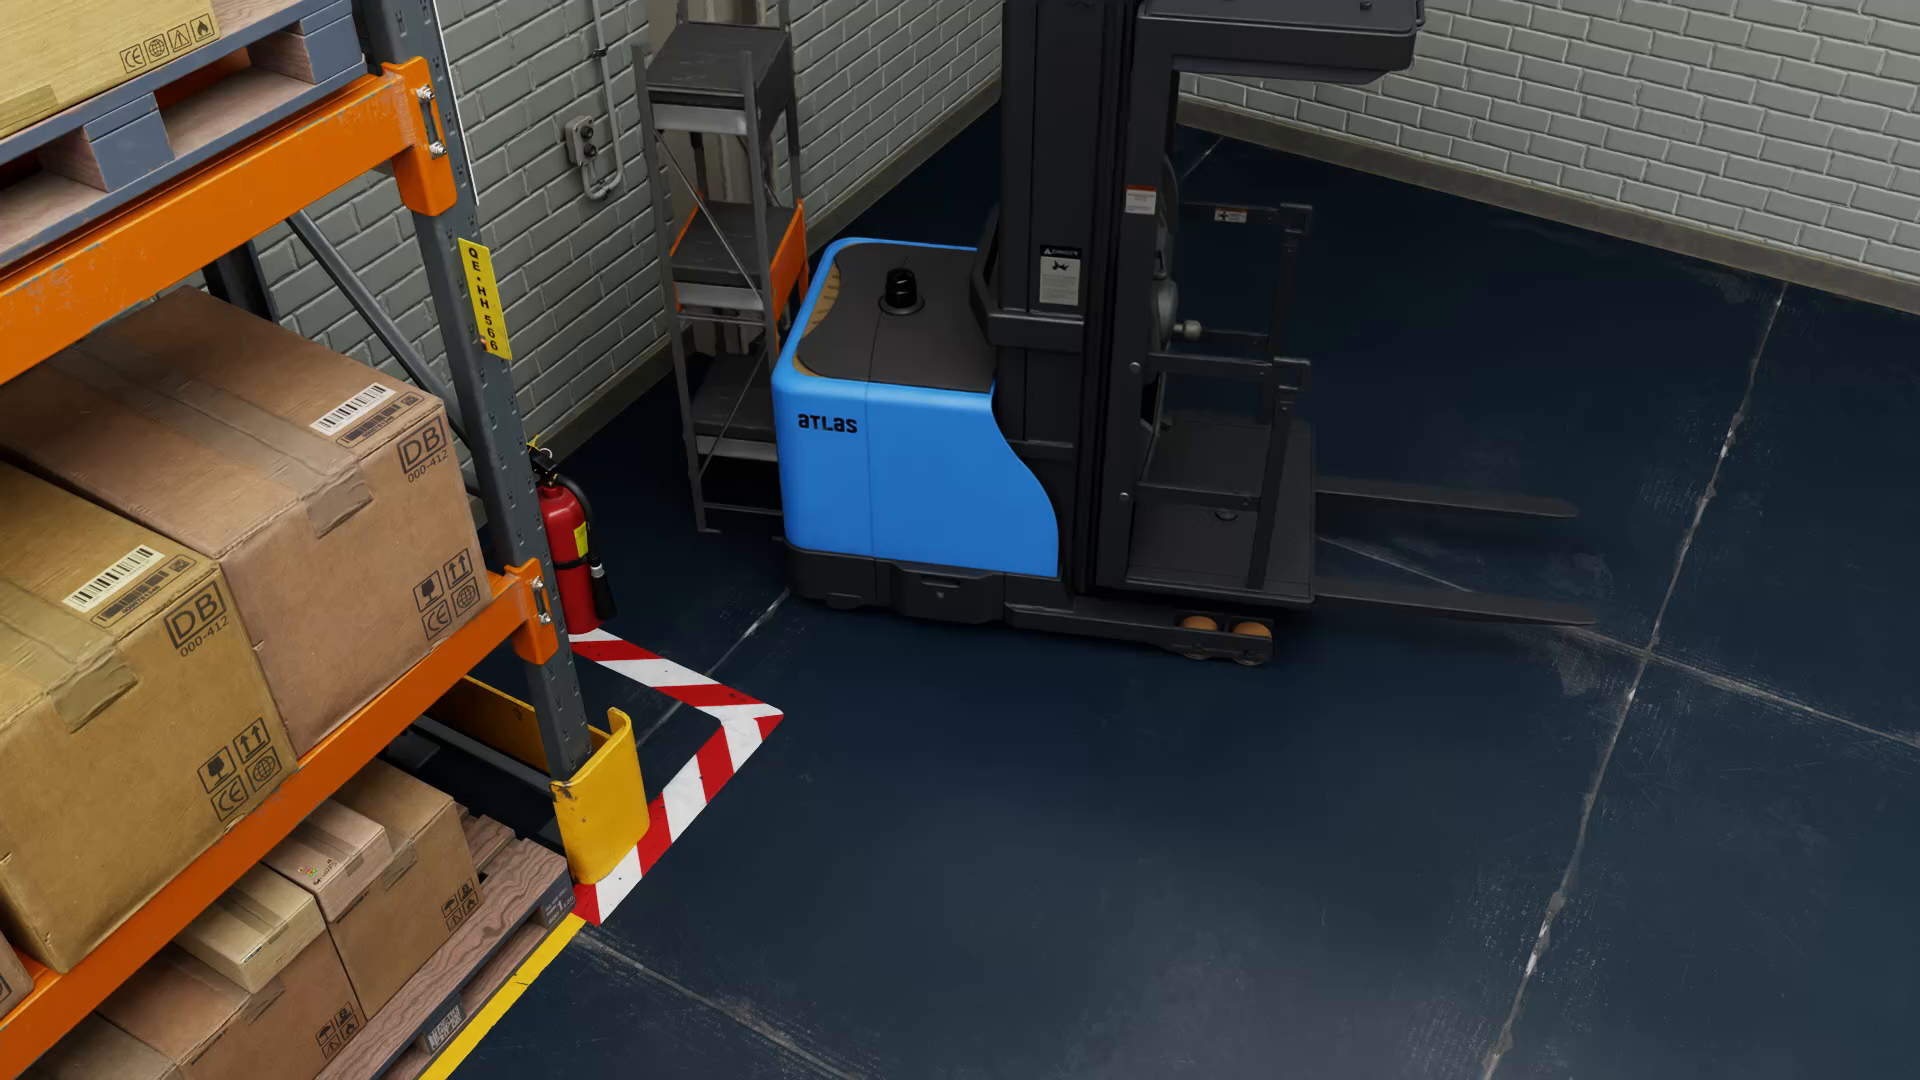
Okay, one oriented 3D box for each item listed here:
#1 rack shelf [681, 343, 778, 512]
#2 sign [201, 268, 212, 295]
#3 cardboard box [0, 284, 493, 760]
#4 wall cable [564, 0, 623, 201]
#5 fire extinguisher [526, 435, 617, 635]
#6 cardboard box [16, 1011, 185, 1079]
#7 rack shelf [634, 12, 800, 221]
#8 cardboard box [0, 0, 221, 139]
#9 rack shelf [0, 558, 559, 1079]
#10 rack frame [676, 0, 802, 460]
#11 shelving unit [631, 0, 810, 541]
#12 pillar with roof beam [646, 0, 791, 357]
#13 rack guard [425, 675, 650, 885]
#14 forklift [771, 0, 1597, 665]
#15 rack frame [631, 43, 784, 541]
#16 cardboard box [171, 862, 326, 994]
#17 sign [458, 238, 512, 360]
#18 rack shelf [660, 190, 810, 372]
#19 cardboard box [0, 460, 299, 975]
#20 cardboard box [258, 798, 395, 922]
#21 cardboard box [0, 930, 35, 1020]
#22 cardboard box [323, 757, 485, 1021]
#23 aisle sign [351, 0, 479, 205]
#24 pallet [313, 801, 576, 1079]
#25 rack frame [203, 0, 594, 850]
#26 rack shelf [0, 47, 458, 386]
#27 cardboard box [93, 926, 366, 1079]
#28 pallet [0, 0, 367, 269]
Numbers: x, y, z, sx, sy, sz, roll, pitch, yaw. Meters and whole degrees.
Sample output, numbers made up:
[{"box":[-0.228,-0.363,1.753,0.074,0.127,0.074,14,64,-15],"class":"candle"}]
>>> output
[{"box":[-0.832,-0.427,6.726,0.431,0.518,0.480,6,42,7],"class":"rack shelf"},{"box":[-2.111,-0.796,4.669,0.100,0.325,0.005,21,45,22],"class":"sign"},{"box":[-1.880,-0.072,4.335,0.980,0.700,0.700,23,46,24],"class":"cardboard box"},{"box":[-1.812,-1.681,5.621,0.084,1.984,1.851,21,45,22],"class":"wall cable"},{"box":[-1.158,-0.019,4.843,0.296,0.674,0.183,21,45,22],"class":"fire extinguisher"},{"box":[-2.399,1.534,4.312,0.700,0.500,0.500,19,45,21],"class":"cardboard box"},{"box":[-0.832,-1.478,5.801,0.431,0.518,0.480,6,42,7],"class":"rack shelf"},{"box":[-1.770,-1.012,3.080,0.500,0.250,0.500,22,46,23],"class":"cardboard box"},{"box":[-2.634,1.160,3.707,1.077,0.370,4.000,21,45,22],"class":"rack shelf"},{"box":[-0.791,-1.122,6.435,0.400,2.100,0.015,6,42,7],"class":"rack frame"},{"box":[-0.832,-0.963,6.255,0.431,2.100,0.503,6,42,7],"class":"shelving unit"},{"box":[2.696,-2.913,3.249,9.100,9.000,0.400,21,45,22],"class":"pillar with roof beam"},{"box":[-1.621,0.670,5.611,1.175,0.500,0.348,21,45,22],"class":"rack guard"},{"box":[0.887,-1.012,5.682,3.031,2.935,1.130,6,42,7],"class":"forklift"},{"box":[-0.872,-0.804,6.074,0.400,2.100,0.015,6,42,7],"class":"rack frame"},{"box":[-1.931,0.997,4.432,0.380,0.149,0.250,22,46,23],"class":"cardboard box"},{"box":[-1.171,-0.590,4.095,0.100,0.325,0.005,21,45,22],"class":"sign"},{"box":[-0.832,-0.953,6.264,0.431,0.518,0.480,6,42,7],"class":"rack shelf"},{"box":[-2.234,0.348,3.858,0.980,0.700,0.700,21,45,22],"class":"cardboard box"},{"box":[-1.804,0.850,4.598,0.380,0.149,0.250,20,45,22],"class":"cardboard box"},{"box":[-2.624,0.781,3.366,0.980,0.700,0.700,19,45,20],"class":"cardboard box"},{"box":[-1.897,0.960,4.964,0.700,0.500,0.500,21,45,22],"class":"cardboard box"},{"box":[-1.338,-1.172,3.844,0.394,0.787,0.004,21,45,22],"class":"aisle sign"},{"box":[-1.966,1.276,5.142,1.003,0.211,1.213,21,45,22],"class":"pallet"},{"box":[-1.633,-0.254,4.769,1.000,3.000,0.127,21,45,22],"class":"rack frame"},{"box":[-2.634,0.034,2.716,1.077,0.370,4.000,21,45,22],"class":"rack shelf"},{"box":[-2.148,1.246,4.639,0.700,0.500,0.500,21,45,22],"class":"cardboard box"},{"box":[-1.996,-0.919,3.321,1.003,0.211,1.213,21,45,22],"class":"pallet"}]
